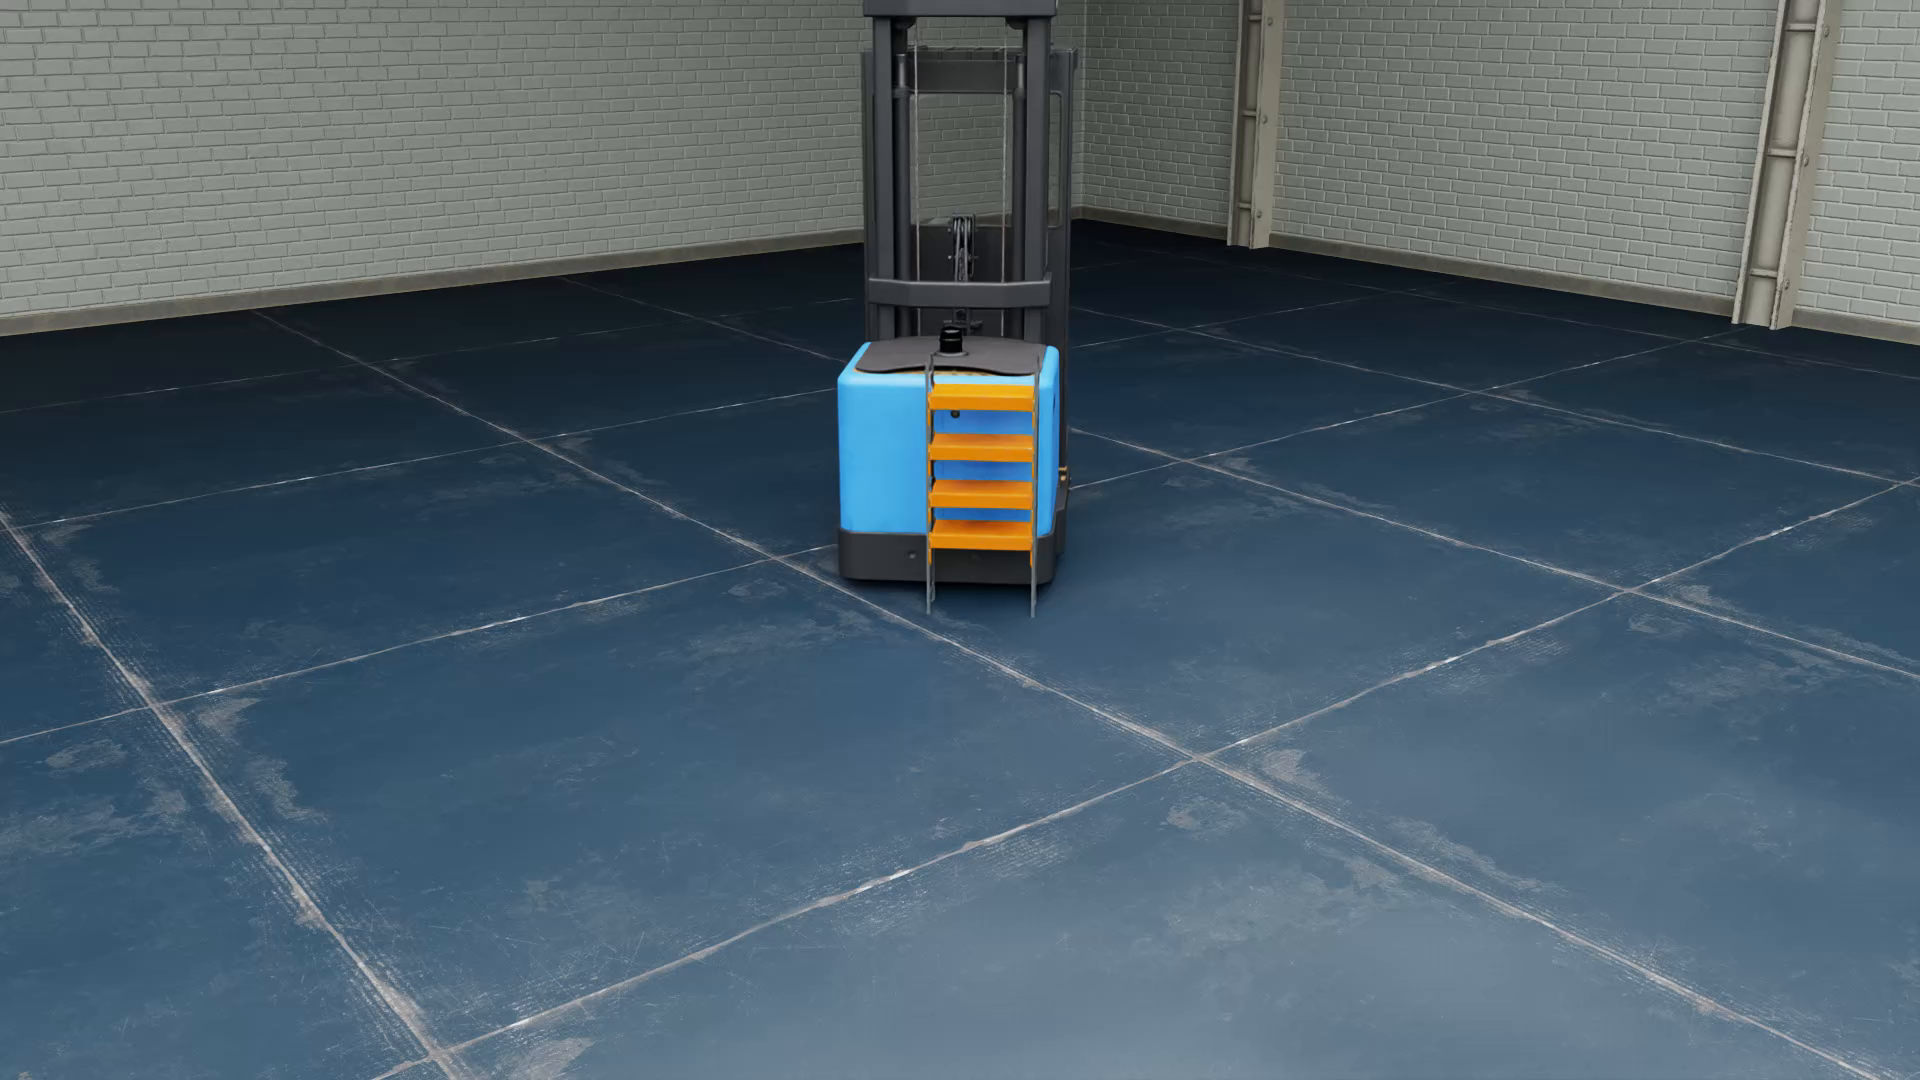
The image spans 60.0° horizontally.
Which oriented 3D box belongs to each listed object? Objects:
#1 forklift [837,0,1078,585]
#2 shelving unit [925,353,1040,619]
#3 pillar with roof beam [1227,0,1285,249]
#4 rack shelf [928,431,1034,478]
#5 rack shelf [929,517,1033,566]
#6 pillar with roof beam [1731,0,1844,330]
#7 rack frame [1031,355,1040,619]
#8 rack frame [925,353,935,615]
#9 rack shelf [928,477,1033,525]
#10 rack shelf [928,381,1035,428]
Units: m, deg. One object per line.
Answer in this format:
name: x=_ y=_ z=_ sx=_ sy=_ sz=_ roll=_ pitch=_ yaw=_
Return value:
forklift: x=0.061 y=-1.594 z=9.013 sx=1.130 sy=2.935 sz=3.031 roll=2 pitch=18 yaw=5
shelving unit: x=0.105 y=-0.247 z=7.700 sx=0.503 sy=1.200 sz=0.258 roll=2 pitch=18 yaw=5
pillar with roof beam: x=-0.072 y=-6.803 z=15.091 sx=9.100 sy=9.000 sz=0.400 roll=-14 pitch=23 yaw=-36
rack shelf: x=0.105 y=-0.396 z=7.651 sx=0.480 sy=0.148 sz=0.258 roll=2 pitch=18 yaw=5
rack shelf: x=0.105 y=0.005 z=7.783 sx=0.480 sy=0.148 sz=0.258 roll=2 pitch=18 yaw=5
pillar with roof beam: x=3.653 y=-5.324 z=10.626 sx=9.100 sy=9.000 sz=0.400 roll=-14 pitch=23 yaw=-36
rack frame: x=0.348 y=-0.241 z=7.680 sx=0.015 sy=1.200 sz=0.240 roll=2 pitch=18 yaw=5
rack frame: x=-0.138 y=-0.254 z=7.719 sx=0.015 sy=1.200 sz=0.240 roll=2 pitch=18 yaw=5
rack shelf: x=0.105 y=-0.183 z=7.721 sx=0.480 sy=0.148 sz=0.258 roll=2 pitch=18 yaw=5
rack shelf: x=0.105 y=-0.620 z=7.576 sx=0.480 sy=0.148 sz=0.258 roll=2 pitch=18 yaw=5
